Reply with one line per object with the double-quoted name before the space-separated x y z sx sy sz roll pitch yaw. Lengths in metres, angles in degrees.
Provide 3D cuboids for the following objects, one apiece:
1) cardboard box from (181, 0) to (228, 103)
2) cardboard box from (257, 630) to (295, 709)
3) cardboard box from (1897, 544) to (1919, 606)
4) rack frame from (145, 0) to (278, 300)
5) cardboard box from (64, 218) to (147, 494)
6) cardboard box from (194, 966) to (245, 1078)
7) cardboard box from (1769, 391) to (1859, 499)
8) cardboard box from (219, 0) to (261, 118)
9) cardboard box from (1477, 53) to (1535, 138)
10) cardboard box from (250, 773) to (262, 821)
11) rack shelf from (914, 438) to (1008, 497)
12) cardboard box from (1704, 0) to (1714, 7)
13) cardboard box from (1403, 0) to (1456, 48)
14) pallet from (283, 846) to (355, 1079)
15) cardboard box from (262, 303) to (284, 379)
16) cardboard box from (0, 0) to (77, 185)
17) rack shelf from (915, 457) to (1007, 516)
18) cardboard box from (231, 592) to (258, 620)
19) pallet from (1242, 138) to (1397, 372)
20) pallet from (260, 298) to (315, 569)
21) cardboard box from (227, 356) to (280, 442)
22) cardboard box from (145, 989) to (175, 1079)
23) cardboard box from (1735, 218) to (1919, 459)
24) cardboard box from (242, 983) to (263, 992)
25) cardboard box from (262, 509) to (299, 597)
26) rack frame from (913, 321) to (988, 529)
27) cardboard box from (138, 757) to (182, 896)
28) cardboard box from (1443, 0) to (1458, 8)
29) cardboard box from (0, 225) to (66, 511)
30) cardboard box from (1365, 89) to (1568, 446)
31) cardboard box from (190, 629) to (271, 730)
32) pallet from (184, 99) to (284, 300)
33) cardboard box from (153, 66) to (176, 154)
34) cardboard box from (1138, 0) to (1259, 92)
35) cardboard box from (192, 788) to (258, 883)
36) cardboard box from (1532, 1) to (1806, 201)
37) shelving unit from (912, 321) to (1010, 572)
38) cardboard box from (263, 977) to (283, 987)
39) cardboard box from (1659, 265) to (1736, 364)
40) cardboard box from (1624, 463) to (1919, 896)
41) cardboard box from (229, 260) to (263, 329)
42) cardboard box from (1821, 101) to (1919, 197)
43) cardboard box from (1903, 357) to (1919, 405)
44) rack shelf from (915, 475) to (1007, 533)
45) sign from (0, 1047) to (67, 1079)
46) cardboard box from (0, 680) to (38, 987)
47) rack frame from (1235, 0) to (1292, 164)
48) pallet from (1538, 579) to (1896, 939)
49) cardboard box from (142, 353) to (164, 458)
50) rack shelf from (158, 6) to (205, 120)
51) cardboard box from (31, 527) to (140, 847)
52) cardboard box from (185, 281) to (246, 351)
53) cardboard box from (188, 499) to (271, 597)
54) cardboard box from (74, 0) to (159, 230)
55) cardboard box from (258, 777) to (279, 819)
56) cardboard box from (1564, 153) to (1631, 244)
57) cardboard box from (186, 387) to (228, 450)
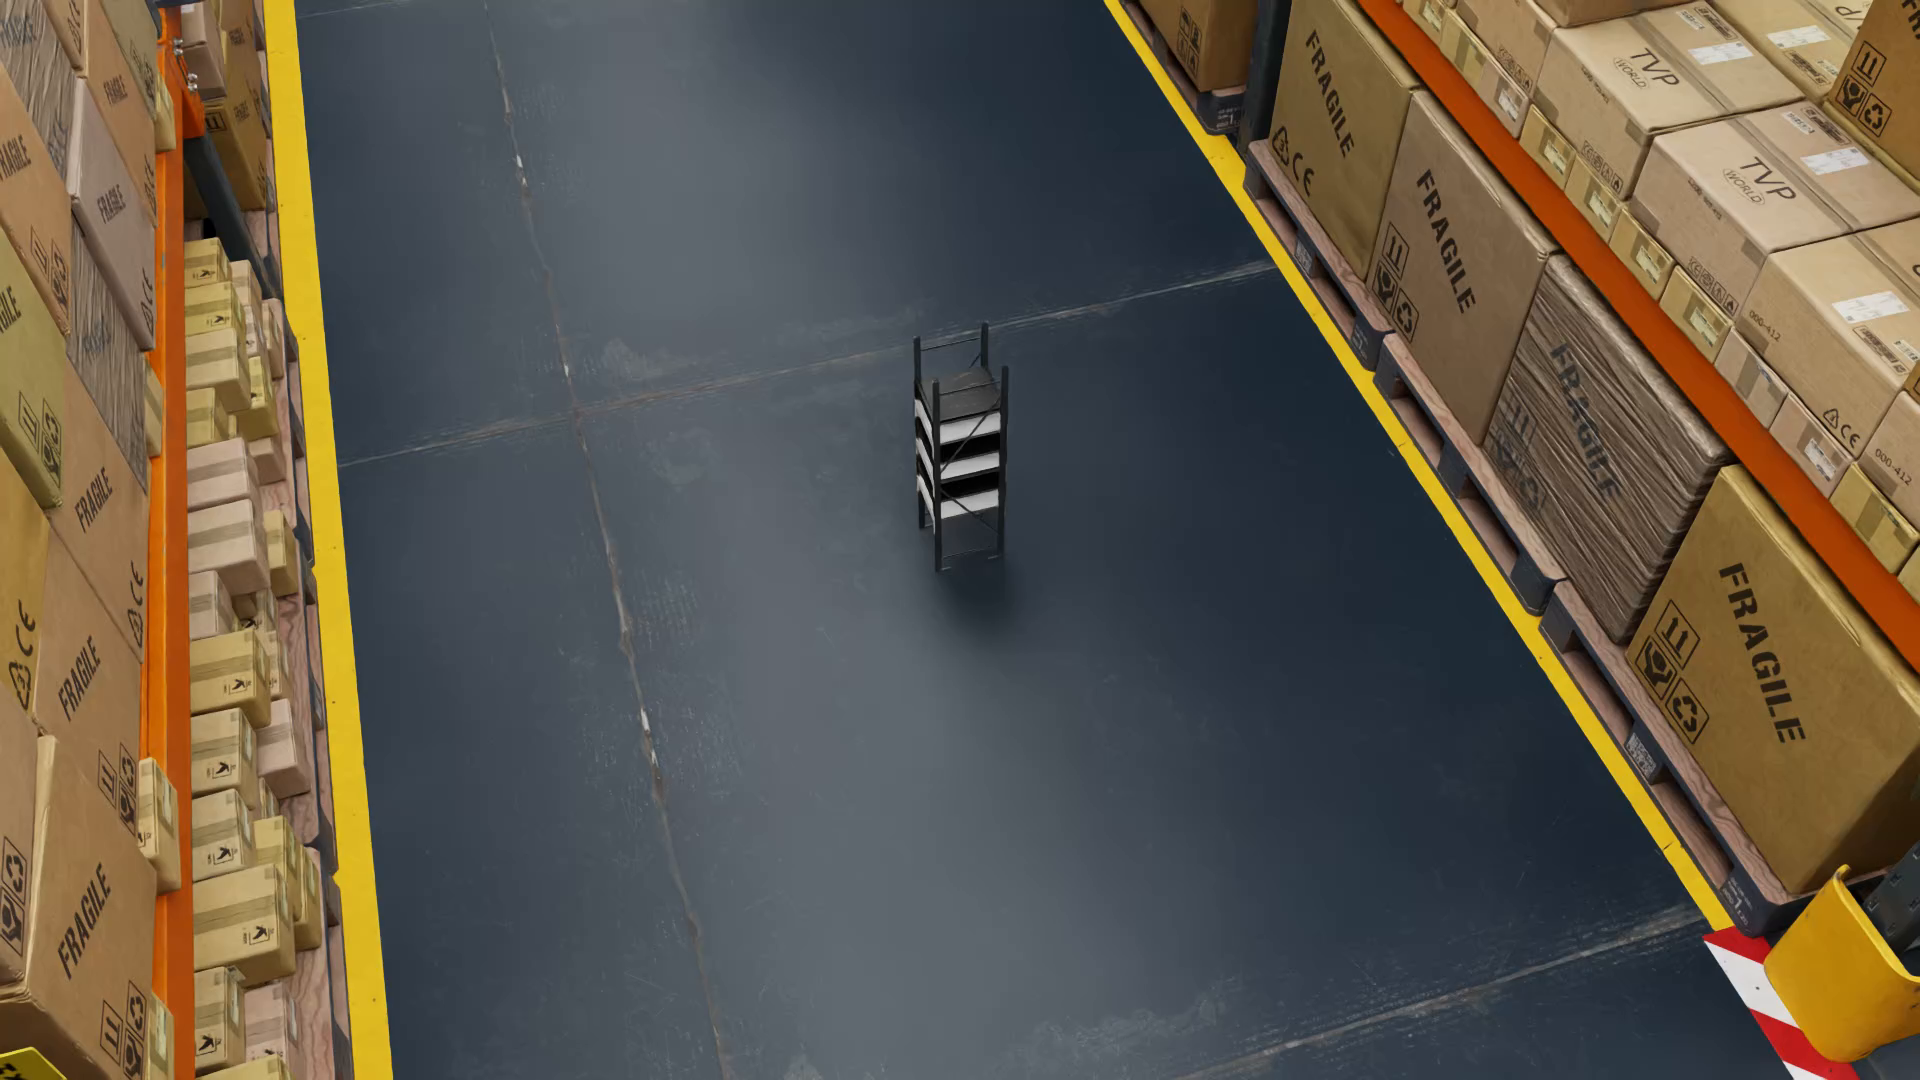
"cardboard box" -3.050 -1.844 6.212 0.500 0.250 0.500 -15 52 -13
"cardboard box" -2.220 0.450 4.998 0.380 0.149 0.250 -13 51 -11
"cardboard box" 2.447 0.096 3.871 0.380 0.149 0.250 -12 51 -10
"rack frame" -3.084 -1.673 5.198 1.000 3.000 0.127 -13 51 -11
"cardboard box" -2.242 -0.387 3.854 0.500 0.500 0.500 -15 51 -12
"cardboard box" -1.928 1.207 3.972 0.380 0.149 0.250 -12 51 -10
"cardboard box" 2.295 -0.278 4.187 0.380 0.149 0.250 -13 51 -11
"cardboard box" -3.207 -1.988 6.824 0.500 0.500 0.500 -11 51 -9
"cardboard box" 1.838 -1.402 5.134 0.380 0.149 0.250 -13 51 -11
"cardboard box" -2.136 0.740 4.560 0.380 0.149 0.250 -16 52 -13
"rack shelf" 0.002 -0.263 5.426 0.258 0.077 0.200 -13 51 -11
"cardboard box" 2.372 -1.755 5.171 0.500 0.250 0.500 -12 51 -10
"cardboard box" 1.690 -1.773 5.447 0.380 0.149 0.250 -15 51 -12
"pallet" -2.130 1.490 4.355 1.003 0.211 1.213 -13 51 -11
"cardboard box" -2.642 -0.680 5.951 0.380 0.149 0.250 -13 51 -11
"cardboard box" -2.390 -1.088 3.791 0.500 0.500 0.500 -12 51 -10
"rack shelf" 0.002 -0.205 5.495 0.258 0.077 0.200 -13 51 -11
"cardboard box" -2.364 0.147 5.060 0.380 0.149 0.250 -16 52 -13
"pallet" 1.835 -1.249 6.665 1.003 0.211 1.213 -13 51 -11
"pallet" -2.851 -0.292 5.858 1.003 0.211 1.213 -13 51 -11
"cardboard box" -2.499 -0.441 5.555 0.380 0.149 0.250 -15 51 -12
"cardboard box" -1.683 1.019 3.094 0.380 0.149 0.250 -14 51 -11
"cardboard box" 2.321 -0.511 4.123 0.500 0.250 0.500 -14 51 -12
"cardboard box" -1.994 1.124 4.236 0.380 0.149 0.250 -13 51 -11
"cardboard box" -2.336 0.076 5.314 0.380 0.149 0.250 -13 51 -11
"rack frame" -0.028 -0.358 5.464 0.240 0.900 0.006 -13 51 -11
"cardboard box" -1.827 0.634 3.418 0.380 0.149 0.250 -15 51 -12
"cardboard box" 1.715 -2.001 5.379 0.500 0.250 0.500 -14 51 -11
"cardboard box" -2.068 -0.342 3.162 0.500 0.500 0.500 -14 51 -12
"cardboard box" 2.069 -1.014 5.758 0.875 0.875 0.875 -13 51 -11
"cardboard box" -2.139 0.424 4.631 0.380 0.149 0.250 -13 51 -10
"pallet" -3.315 -1.342 6.744 1.003 0.211 1.213 -13 51 -11
"cardboard box" -2.595 -1.273 5.025 0.380 0.149 0.250 -15 51 -12
"cardboard box" 1.476 -2.634 7.124 1.225 0.875 0.875 -13 51 -11
"cardboard box" -2.032 0.831 4.288 0.380 0.149 0.250 -16 52 -13
"cardboard box" 2.012 -1.262 4.756 0.500 0.250 0.500 -13 51 -11
"shelving unit" 0.002 -0.284 5.401 0.258 0.900 0.210 -13 51 -11
"cardboard box" -1.985 1.225 4.346 0.380 0.149 0.250 -13 51 -11
"cardboard box" 2.144 -0.649 4.500 0.380 0.149 0.250 -14 51 -12
"cardboard box" 2.602 0.301 4.649 0.875 0.875 0.875 -13 51 -11
"cardboard box" -2.687 -0.827 5.881 0.380 0.149 0.250 -12 51 -10
"cardboard box" 2.678 -1.004 4.538 0.500 0.250 0.500 -15 51 -12
"cardboard box" 2.472 -0.385 3.526 0.500 0.500 0.500 -13 51 -11
"rack shelf" 0.002 -0.147 5.564 0.258 0.077 0.200 -13 51 -11
"sign" -1.382 0.847 2.508 0.100 0.325 0.005 -13 51 -11
"cardboard box" -1.780 0.410 2.528 0.500 0.500 0.500 -14 51 -11
"rack frame" 1.684 -2.721 6.082 1.000 3.000 0.127 -13 51 -11
"pallet" 2.556 0.533 5.162 1.003 0.211 1.213 -13 51 -11
"cardboard box" -2.244 -0.311 4.214 0.380 0.149 0.250 -12 51 -10
"rack shelf" -3.675 -2.902 6.705 1.077 0.370 4.000 -13 51 -11
"cardboard box" -1.952 0.345 3.237 0.500 0.500 0.500 -13 51 -11
"cardboard box" -2.616 -0.702 5.581 0.380 0.149 0.250 -13 51 -11
"cardboard box" -2.274 0.056 4.942 0.380 0.149 0.250 -15 51 -12
"cardboard box" -2.518 -1.132 4.483 0.500 0.500 0.500 -15 51 -12
"cardboard box" -2.123 0.848 4.663 0.380 0.149 0.250 -13 51 -11
"cardboard box" 1.996 -1.020 4.813 0.380 0.149 0.250 -12 51 -10
"cardboard box" -2.534 -0.315 5.255 0.380 0.149 0.250 -12 51 -10
